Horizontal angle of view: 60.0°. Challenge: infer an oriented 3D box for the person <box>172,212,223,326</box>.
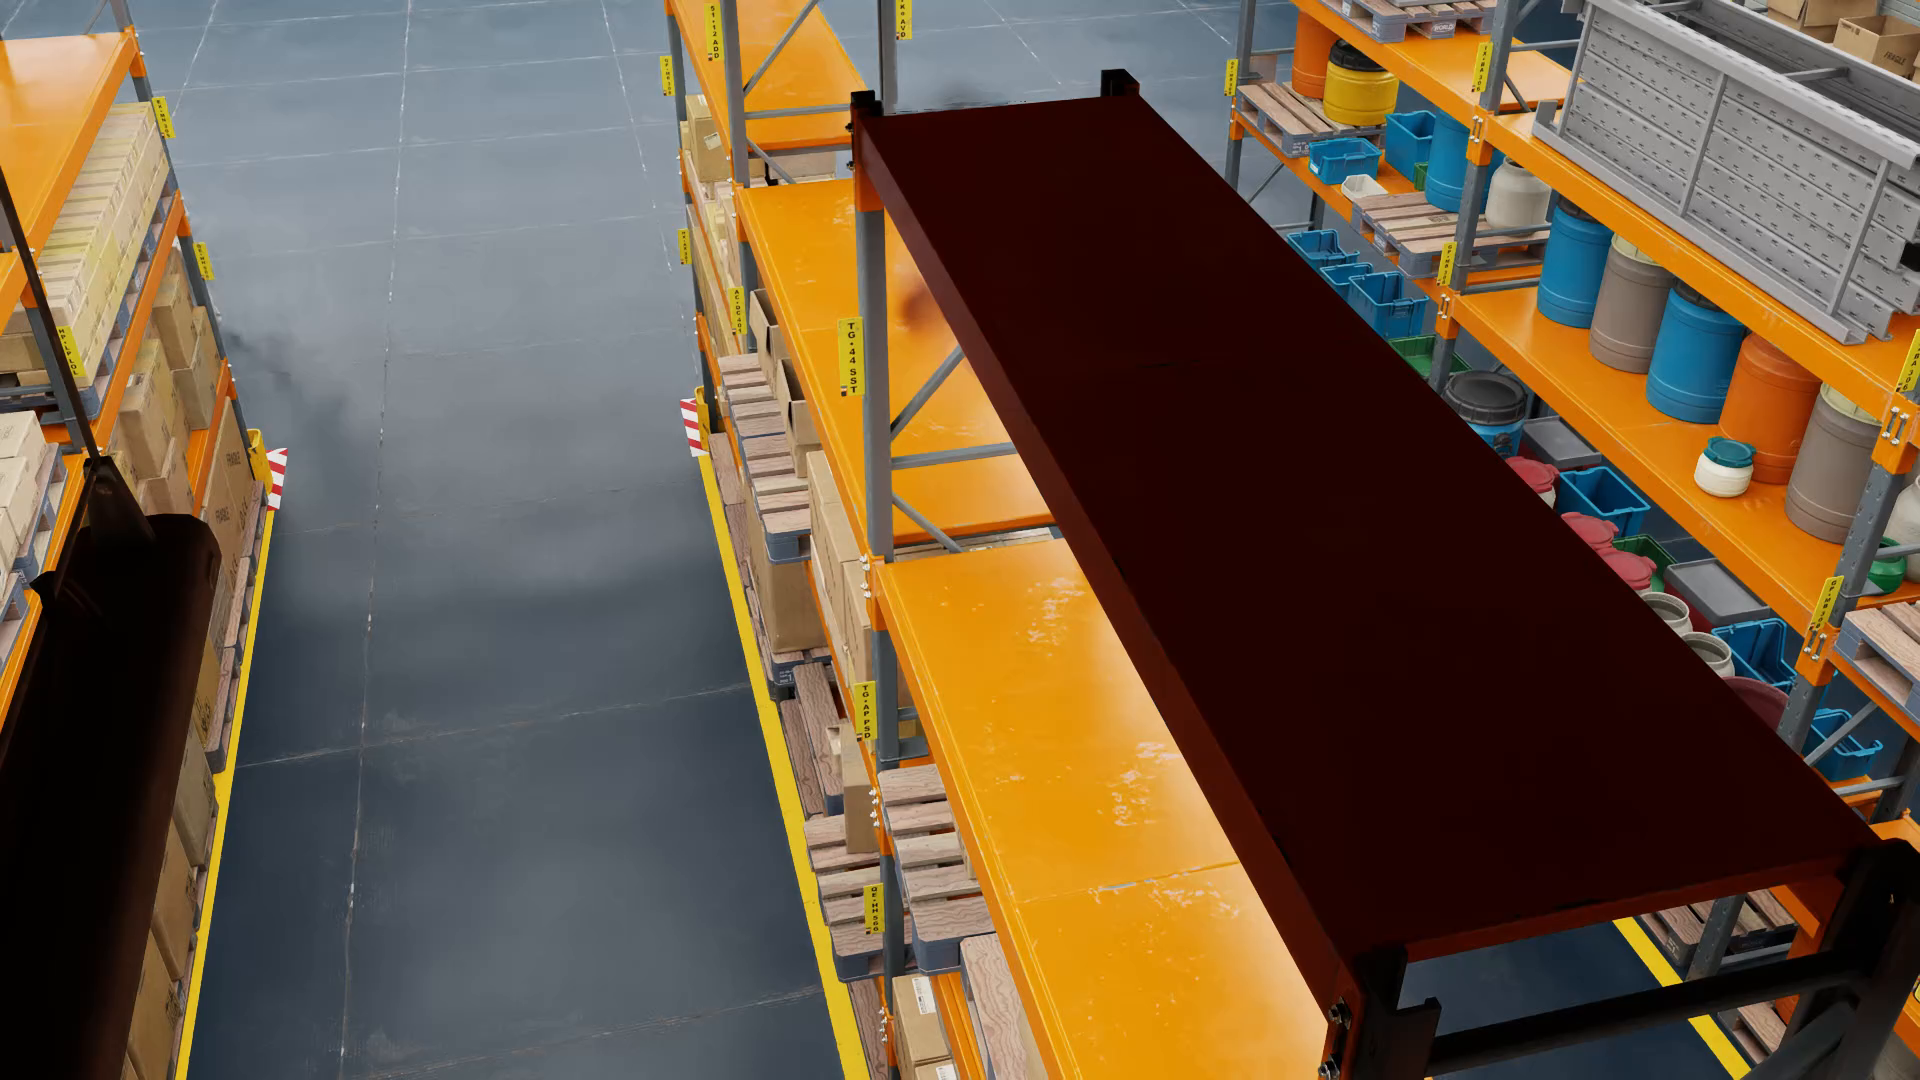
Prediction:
[{"bbox_3d":[-8.024,-2.888,16.732,0.976,1.771,0.698,23,40,29],"label":"person"}]
